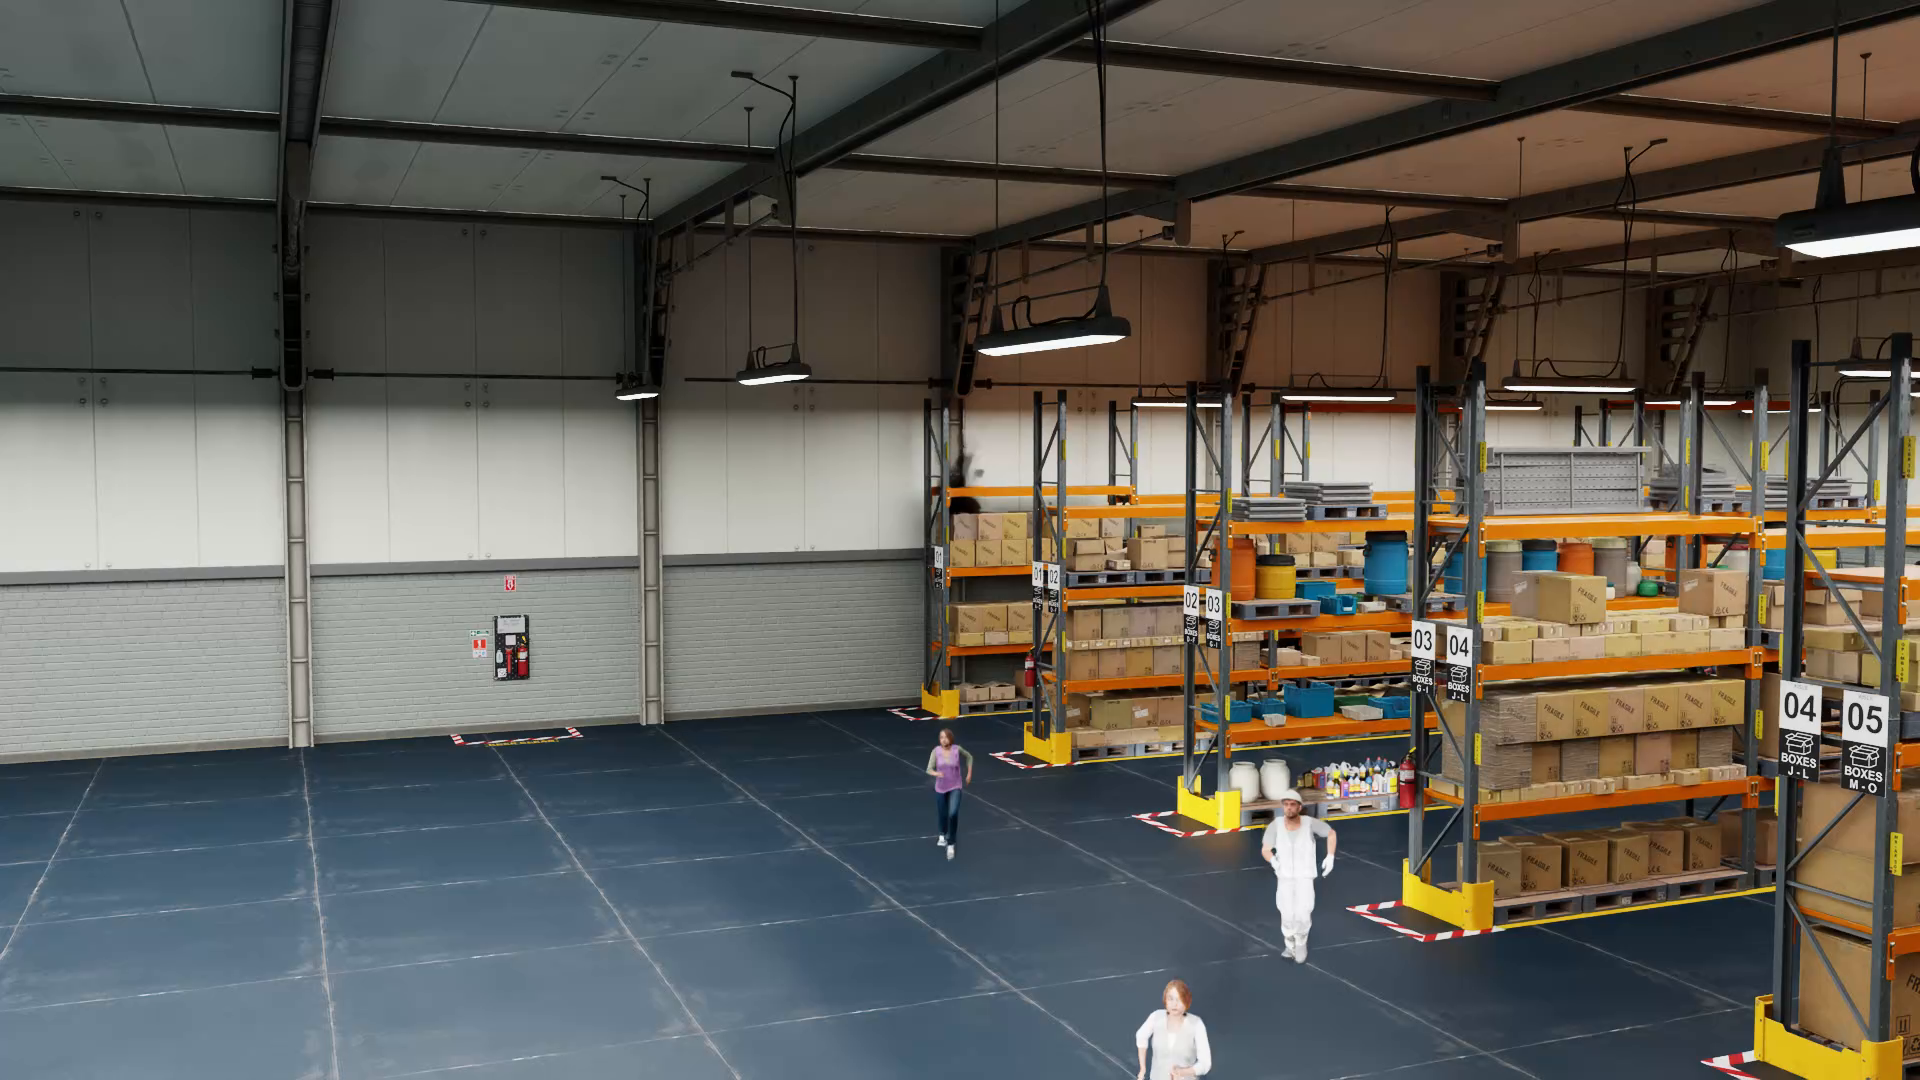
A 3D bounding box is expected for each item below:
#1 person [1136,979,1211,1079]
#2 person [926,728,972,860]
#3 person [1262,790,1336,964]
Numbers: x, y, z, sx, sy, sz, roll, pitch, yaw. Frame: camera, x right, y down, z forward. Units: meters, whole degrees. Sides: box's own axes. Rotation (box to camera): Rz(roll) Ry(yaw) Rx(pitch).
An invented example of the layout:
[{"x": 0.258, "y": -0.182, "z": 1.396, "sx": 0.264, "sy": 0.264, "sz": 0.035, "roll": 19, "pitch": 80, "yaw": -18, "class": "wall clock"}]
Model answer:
[{"x": 1.407, "y": 3.714, "z": 11.015, "sx": 0.505, "sy": 1.625, "sz": 0.684, "roll": 1, "pitch": 3, "yaw": 9, "class": "person"}, {"x": -0.133, "y": 3.143, "z": 20.760, "sx": 0.546, "sy": 1.619, "sz": 0.825, "roll": 0, "pitch": 3, "yaw": 7, "class": "person"}, {"x": 3.299, "y": 3.307, "z": 16.282, "sx": 0.683, "sy": 1.734, "sz": 0.827, "roll": 1, "pitch": 4, "yaw": 22, "class": "person"}]
